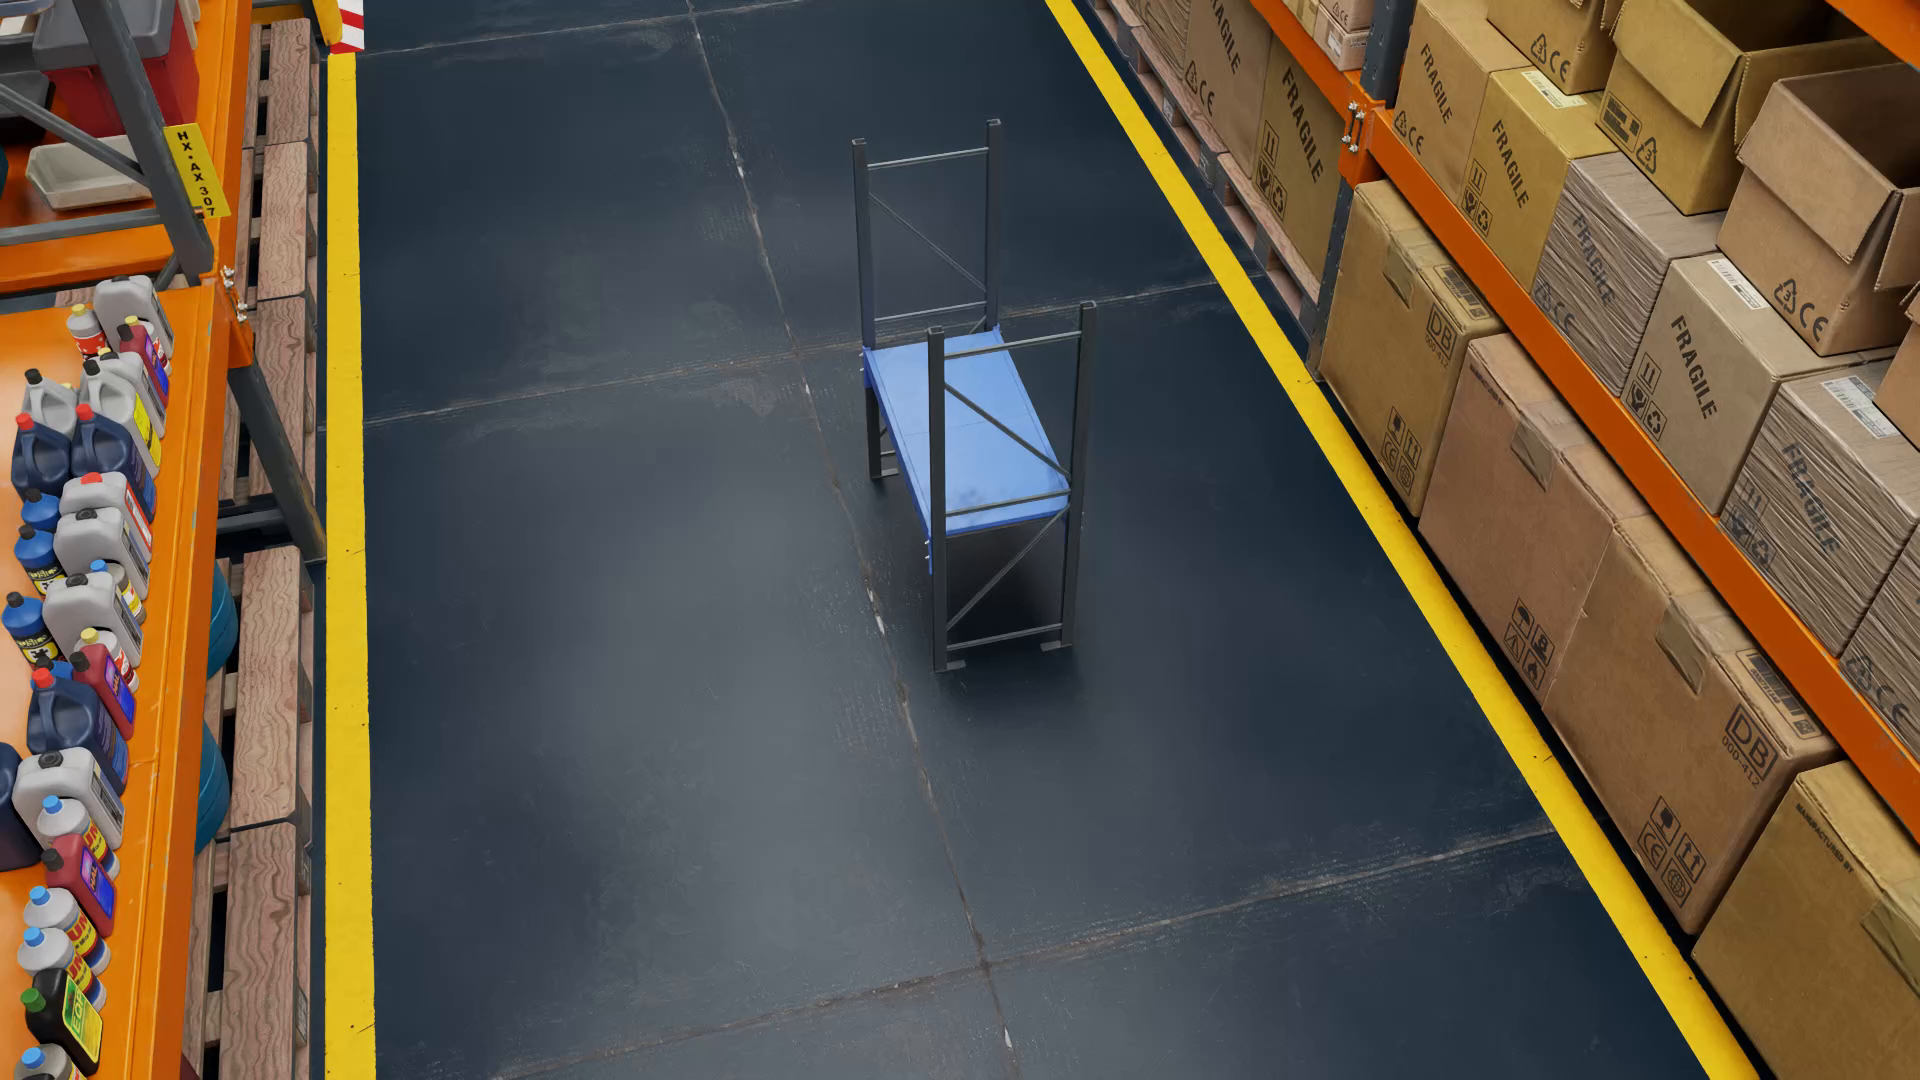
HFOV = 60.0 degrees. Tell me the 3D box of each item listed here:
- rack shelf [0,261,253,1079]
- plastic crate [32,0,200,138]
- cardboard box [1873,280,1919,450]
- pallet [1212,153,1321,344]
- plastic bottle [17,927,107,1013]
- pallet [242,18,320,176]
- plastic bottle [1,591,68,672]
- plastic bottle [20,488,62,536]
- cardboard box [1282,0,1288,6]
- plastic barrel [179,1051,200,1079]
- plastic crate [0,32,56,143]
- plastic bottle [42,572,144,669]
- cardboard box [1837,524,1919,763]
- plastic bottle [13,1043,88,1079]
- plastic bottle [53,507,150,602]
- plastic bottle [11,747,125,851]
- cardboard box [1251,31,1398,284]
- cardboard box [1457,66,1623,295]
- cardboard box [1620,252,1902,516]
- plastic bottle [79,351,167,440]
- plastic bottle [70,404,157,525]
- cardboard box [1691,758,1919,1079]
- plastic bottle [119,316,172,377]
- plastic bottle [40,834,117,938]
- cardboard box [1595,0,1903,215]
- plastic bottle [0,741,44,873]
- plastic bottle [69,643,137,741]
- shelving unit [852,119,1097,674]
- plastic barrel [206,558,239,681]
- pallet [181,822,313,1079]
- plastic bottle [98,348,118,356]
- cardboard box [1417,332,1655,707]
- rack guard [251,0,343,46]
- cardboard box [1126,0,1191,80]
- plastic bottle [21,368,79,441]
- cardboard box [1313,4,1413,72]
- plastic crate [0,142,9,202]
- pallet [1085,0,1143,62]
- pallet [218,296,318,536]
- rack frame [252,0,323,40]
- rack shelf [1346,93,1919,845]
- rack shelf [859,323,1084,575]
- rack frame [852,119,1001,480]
[{"bbox_3d":[-2.335,0.713,3.955,1.077,0.370,4.000,-11,47,-10],"label":"rack shelf"},{"bbox_3d":[-2.833,-1.626,5.656,0.402,0.464,0.583,-11,47,-10],"label":"plastic crate"},{"bbox_3d":[2.629,-0.408,3.778,0.797,0.503,0.637,-10,46,-9],"label":"cardboard box"},{"bbox_3d":[1.822,-1.389,7.463,1.003,0.211,1.213,-11,47,-10],"label":"pallet"},{"bbox_3d":[-1.836,0.873,3.384,0.097,0.271,0.097,0,46,0],"label":"plastic bottle"},{"bbox_3d":[-3.698,-2.129,8.189,1.003,0.211,1.213,-11,47,-10],"label":"pallet"},{"bbox_3d":[-2.233,0.227,4.017,0.097,0.271,0.097,0,46,0],"label":"plastic bottle"},{"bbox_3d":[-2.327,-0.026,4.265,0.097,0.271,0.097,0,46,0],"label":"plastic bottle"},{"bbox_3d":[1.414,-2.243,6.524,0.380,0.149,0.250,-11,47,-11],"label":"cardboard box"},{"bbox_3d":[-2.254,1.424,4.148,0.600,0.588,0.708,-11,47,-10],"label":"plastic barrel"},{"bbox_3d":[-3.393,-1.568,5.837,0.437,0.125,0.590,-11,47,-10],"label":"plastic crate"},{"bbox_3d":[-2.117,0.190,4.051,0.152,0.276,0.135,-11,47,-10],"label":"plastic bottle"},{"bbox_3d":[2.477,0.260,3.825,0.500,0.500,0.500,-11,47,-11],"label":"cardboard box"},{"bbox_3d":[-1.777,1.057,3.253,0.097,0.201,0.097,0,46,0],"label":"plastic bottle"},{"bbox_3d":[-2.177,0.030,4.208,0.152,0.276,0.135,-11,47,-10],"label":"plastic bottle"},{"bbox_3d":[-1.977,0.570,3.678,0.152,0.276,0.135,-11,47,-10],"label":"plastic bottle"},{"bbox_3d":[1.849,-1.699,7.009,0.875,0.875,0.875,-11,47,-10],"label":"cardboard box"},{"bbox_3d":[1.946,-1.150,5.207,0.500,0.500,0.500,-11,47,-10],"label":"cardboard box"},{"bbox_3d":[2.211,-0.449,4.520,0.500,0.500,0.500,-10,46,-10],"label":"cardboard box"},{"bbox_3d":[-2.340,-0.411,4.640,0.152,0.276,0.135,-11,47,-10],"label":"plastic bottle"},{"bbox_3d":[-2.248,-0.200,4.381,0.144,0.351,0.185,-11,47,-10],"label":"plastic bottle"},{"bbox_3d":[2.808,1.052,4.312,1.225,0.875,0.875,-13,47,-12],"label":"cardboard box"},{"bbox_3d":[-2.378,-0.562,4.840,0.097,0.201,0.097,0,46,0],"label":"plastic bottle"},{"bbox_3d":[-1.873,0.718,3.527,0.061,0.283,0.133,-11,47,-10],"label":"plastic bottle"},{"bbox_3d":[2.277,-1.296,4.648,0.797,0.503,0.637,-10,46,-10],"label":"cardboard box"},{"bbox_3d":[-2.126,0.553,3.642,0.144,0.351,0.185,-11,47,-10],"label":"plastic bottle"},{"bbox_3d":[-2.014,0.339,3.900,0.061,0.283,0.133,-11,47,-10],"label":"plastic bottle"},{"bbox_3d":[0.022,-0.466,5.657,0.538,1.500,1.048,-11,47,-10],"label":"shelving unit"},{"bbox_3d":[-2.724,0.046,5.280,0.600,0.901,0.708,-11,47,-10],"label":"plastic barrel"},{"bbox_3d":[-2.374,1.440,4.691,1.003,0.211,1.213,-11,47,-10],"label":"pallet"},{"bbox_3d":[-2.402,-0.459,4.739,0.097,0.201,0.097,0,46,0],"label":"plastic bottle"},{"bbox_3d":[2.353,-0.174,5.514,1.225,0.875,0.875,-12,47,-12],"label":"cardboard box"},{"bbox_3d":[-3.890,-2.821,8.665,1.175,0.500,0.348,-11,47,-10],"label":"rack guard"},{"bbox_3d":[1.391,-2.935,8.220,0.875,0.875,0.875,-11,47,-10],"label":"cardboard box"},{"bbox_3d":[-2.435,-0.302,4.480,0.144,0.351,0.185,-11,47,-10],"label":"plastic bottle"},{"bbox_3d":[1.546,-1.888,6.176,0.380,0.149,0.250,-10,47,-10],"label":"cardboard box"},{"bbox_3d":[-3.296,-1.195,5.291,0.392,0.384,0.575,-11,47,-10],"label":"plastic crate"},{"bbox_3d":[1.197,-3.074,9.114,1.003,0.211,1.213,-11,47,-10],"label":"pallet"},{"bbox_3d":[-3.073,-0.445,6.538,1.003,0.211,1.213,-11,47,-10],"label":"pallet"},{"bbox_3d":[-3.871,-3.682,7.758,1.000,3.000,0.127,-11,47,-10],"label":"rack frame"},{"bbox_3d":[2.453,-0.193,4.843,1.077,0.370,4.000,-11,47,-10],"label":"rack shelf"},{"bbox_3d":[0.022,-0.340,5.785,0.538,0.185,1.000,-11,47,-10],"label":"rack shelf"},{"bbox_3d":[-0.108,-0.817,6.001,0.500,1.500,0.032,-11,47,-10],"label":"rack frame"}]
